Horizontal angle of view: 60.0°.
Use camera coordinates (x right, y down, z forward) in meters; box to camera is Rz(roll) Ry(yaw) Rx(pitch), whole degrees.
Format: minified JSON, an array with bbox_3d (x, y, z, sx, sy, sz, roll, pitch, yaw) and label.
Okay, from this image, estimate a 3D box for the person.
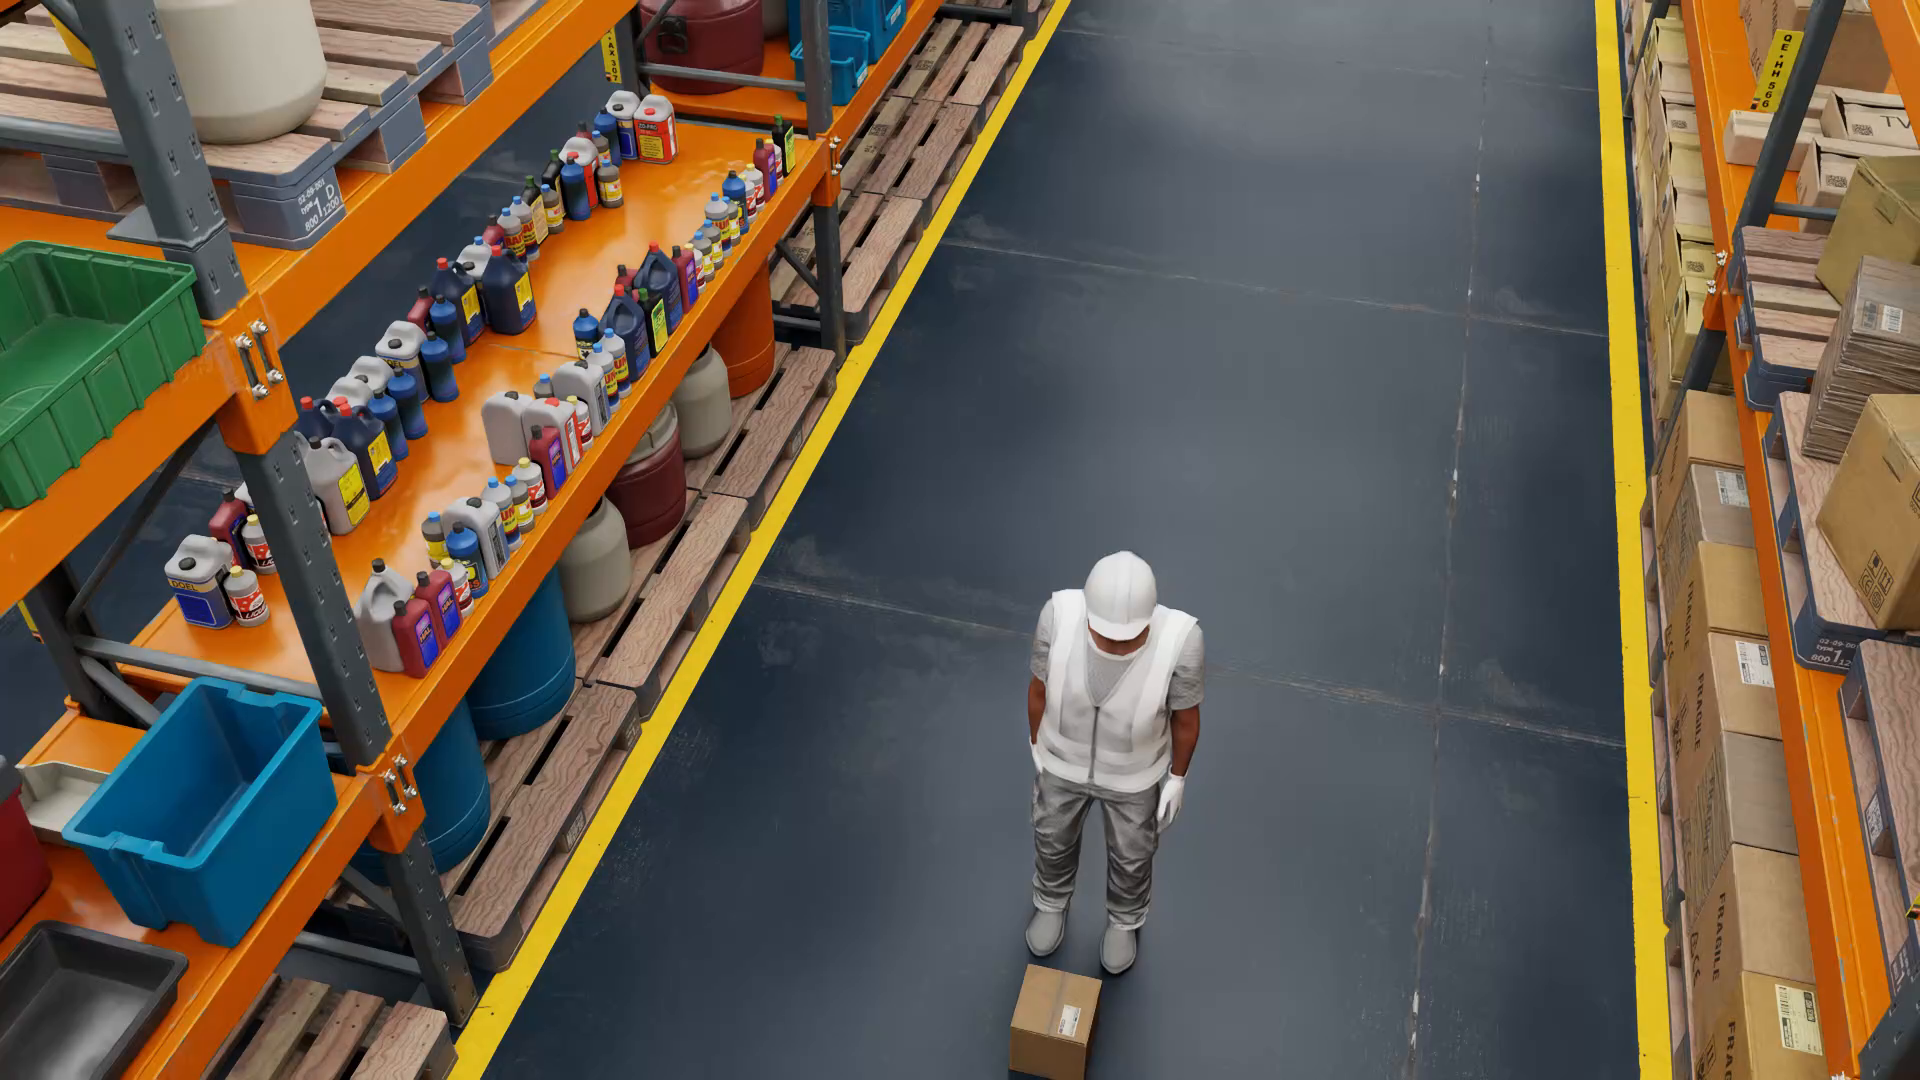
[{"bbox_3d":[0.473,0.710,5.327,0.551,1.775,0.367,11,42,12],"label":"person"}]
